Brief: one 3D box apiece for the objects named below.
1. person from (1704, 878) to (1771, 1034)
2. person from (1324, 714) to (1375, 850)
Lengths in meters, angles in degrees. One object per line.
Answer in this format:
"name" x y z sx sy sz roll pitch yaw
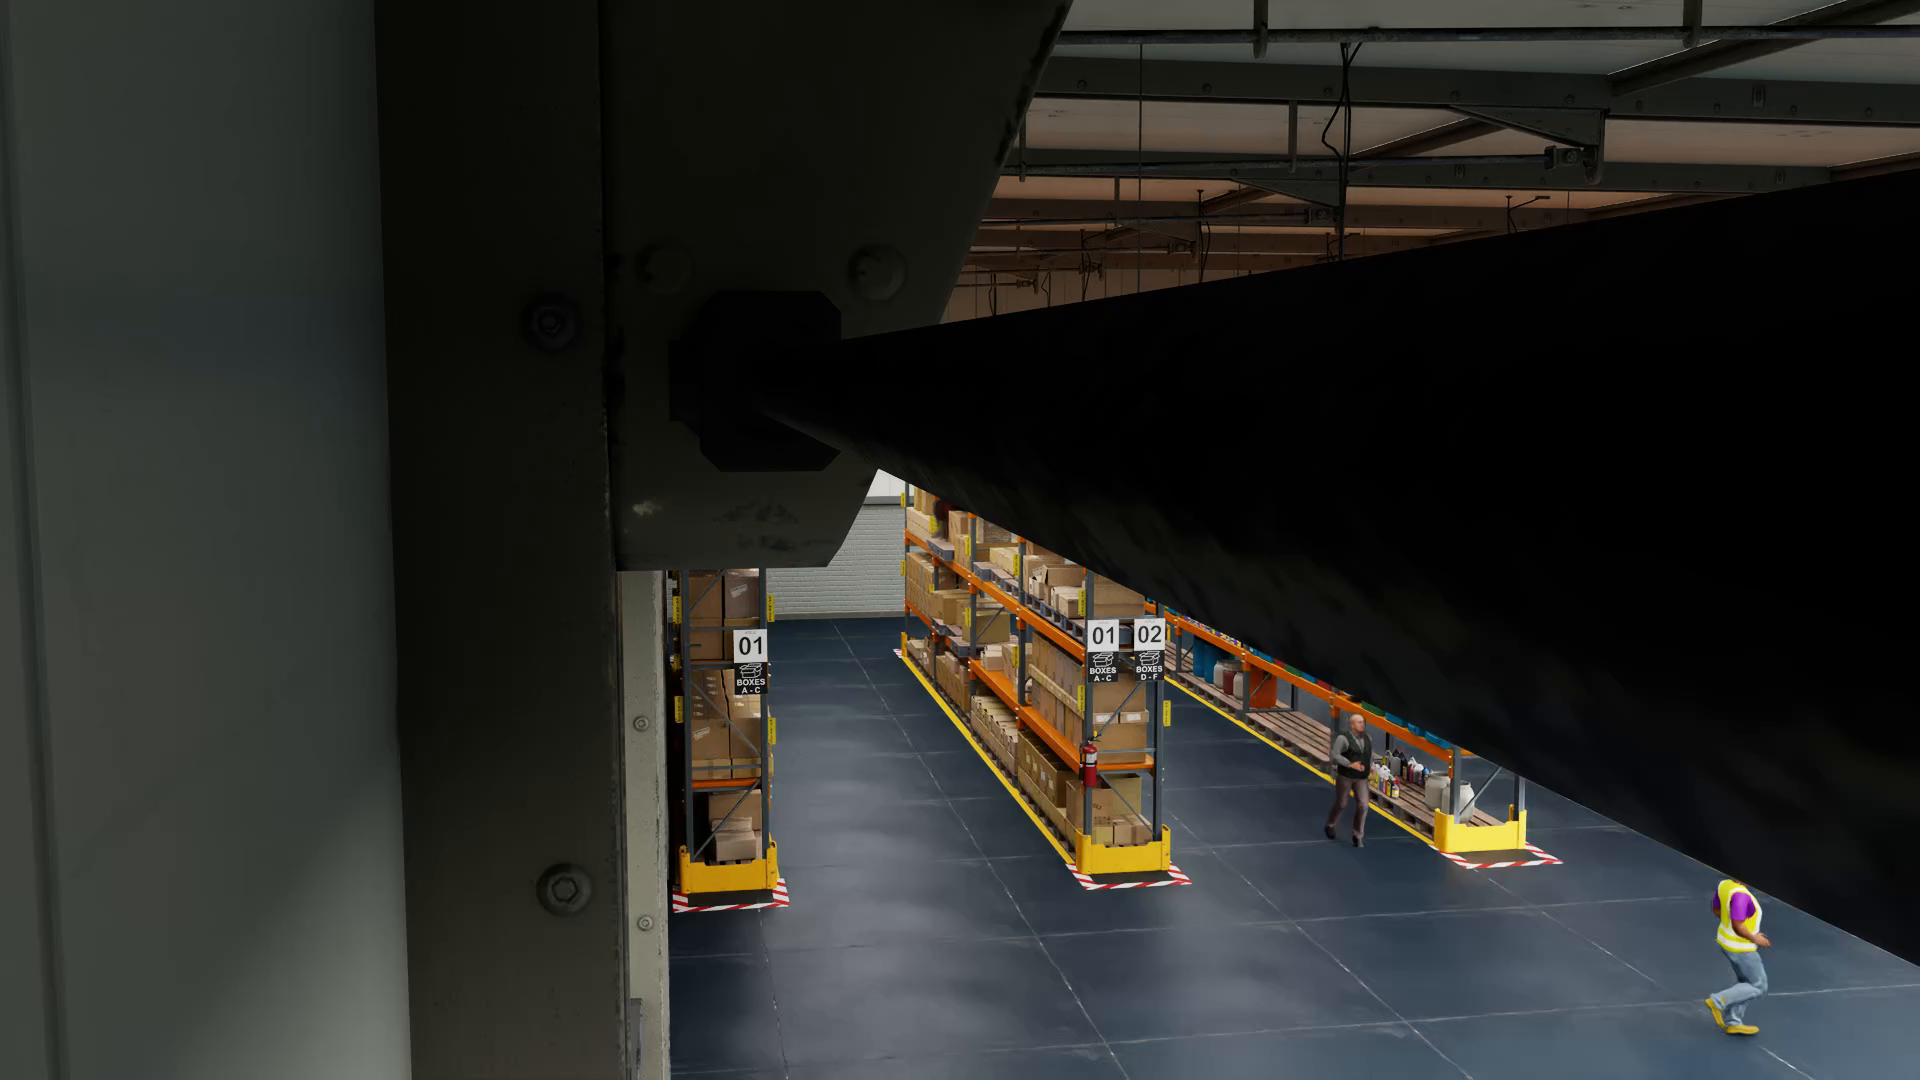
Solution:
"person" 7.360 3.840 15.781 0.577 1.726 0.678 1 6 6
"person" 5.237 3.203 22.144 0.675 1.791 0.722 -2 6 -16
